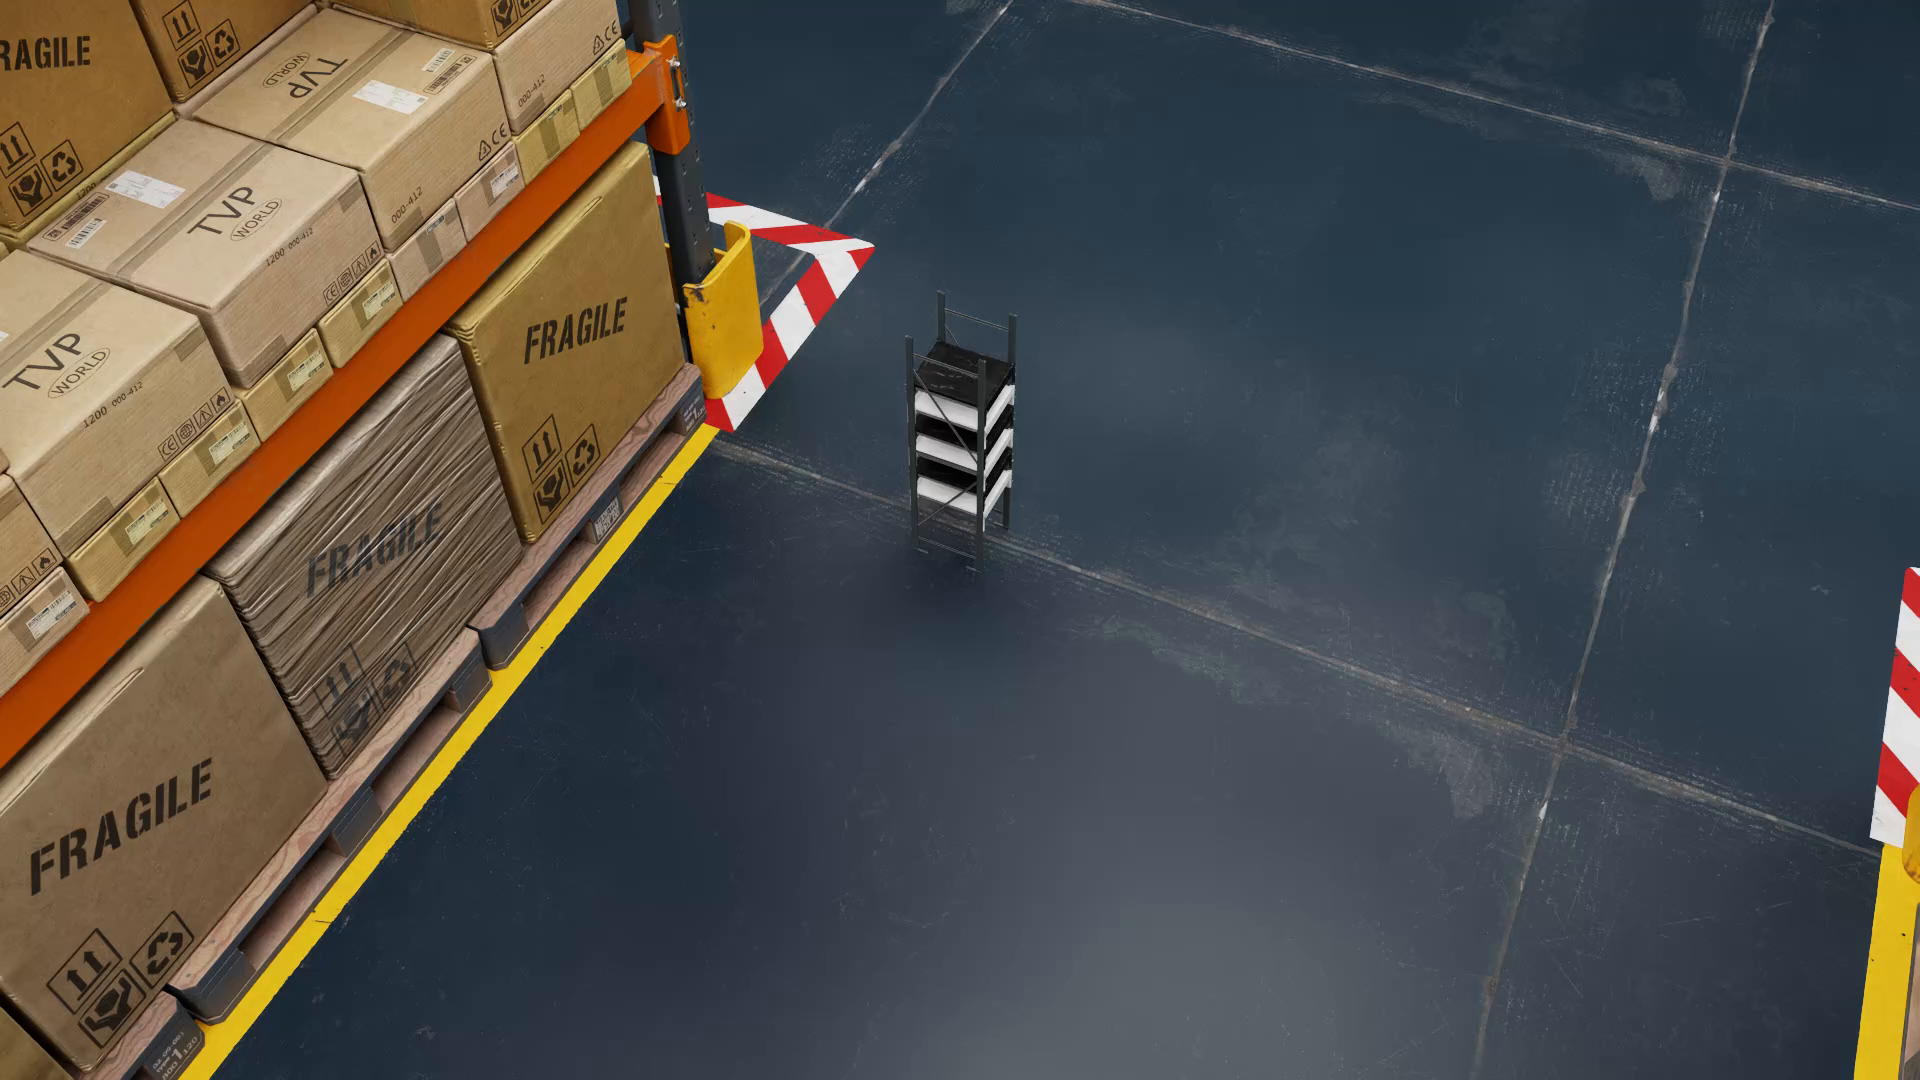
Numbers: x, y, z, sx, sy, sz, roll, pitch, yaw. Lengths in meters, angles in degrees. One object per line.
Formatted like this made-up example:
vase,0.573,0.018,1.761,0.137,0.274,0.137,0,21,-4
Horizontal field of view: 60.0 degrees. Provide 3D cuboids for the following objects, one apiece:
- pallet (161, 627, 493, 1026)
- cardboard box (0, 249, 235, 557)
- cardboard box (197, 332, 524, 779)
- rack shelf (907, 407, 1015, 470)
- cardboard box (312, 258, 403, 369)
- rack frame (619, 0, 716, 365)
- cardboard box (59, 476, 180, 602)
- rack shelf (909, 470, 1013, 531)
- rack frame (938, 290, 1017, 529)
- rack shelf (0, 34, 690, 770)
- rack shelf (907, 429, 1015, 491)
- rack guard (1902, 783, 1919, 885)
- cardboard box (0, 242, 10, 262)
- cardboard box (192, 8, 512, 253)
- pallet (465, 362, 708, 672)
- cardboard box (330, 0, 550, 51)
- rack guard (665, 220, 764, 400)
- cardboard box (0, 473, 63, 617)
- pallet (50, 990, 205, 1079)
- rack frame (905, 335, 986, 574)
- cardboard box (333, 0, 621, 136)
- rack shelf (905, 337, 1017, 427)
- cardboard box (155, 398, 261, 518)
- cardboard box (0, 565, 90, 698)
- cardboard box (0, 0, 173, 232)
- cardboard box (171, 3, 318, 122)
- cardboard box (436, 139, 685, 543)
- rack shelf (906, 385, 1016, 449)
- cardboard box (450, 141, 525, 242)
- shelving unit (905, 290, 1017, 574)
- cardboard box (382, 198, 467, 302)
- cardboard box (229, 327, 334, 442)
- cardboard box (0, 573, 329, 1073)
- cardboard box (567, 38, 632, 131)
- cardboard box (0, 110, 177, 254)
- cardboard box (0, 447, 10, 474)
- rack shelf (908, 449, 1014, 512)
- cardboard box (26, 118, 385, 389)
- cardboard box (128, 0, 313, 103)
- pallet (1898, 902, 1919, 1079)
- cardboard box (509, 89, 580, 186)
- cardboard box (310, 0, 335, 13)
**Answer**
pallet,-2.070,0.592,4.608,1.003,0.211,1.213,20,52,16
cardboard box,-1.897,-0.293,3.433,0.500,0.250,0.500,20,52,16
cardboard box,-1.867,-0.079,4.467,0.875,0.875,0.875,20,52,16
rack shelf,0.003,-0.334,4.869,0.258,0.077,0.200,20,52,16
cardboard box,-1.566,-0.587,3.945,0.380,0.149,0.250,19,52,15
rack frame,-1.277,-1.725,4.748,1.000,3.000,0.127,20,52,16
cardboard box,-1.894,-0.058,3.495,0.380,0.149,0.250,18,52,15
rack shelf,0.003,-0.159,5.075,0.258,0.077,0.200,20,52,16
rack frame,0.047,-0.367,4.972,0.240,0.900,0.006,20,52,16
rack shelf,-2.131,-0.115,3.850,1.077,0.370,4.000,20,52,16
rack shelf,0.003,-0.276,4.937,0.258,0.077,0.200,20,52,16
rack guard,3.132,0.821,4.223,1.175,0.500,0.348,20,52,16
cardboard box,-2.378,-0.464,3.579,0.500,0.250,0.500,19,52,15
cardboard box,-1.461,-1.004,4.038,0.500,0.250,0.500,19,52,15
pallet,-1.548,-0.245,5.320,1.003,0.211,1.213,20,52,16
cardboard box,-1.247,-1.595,4.048,0.500,0.500,0.500,20,53,17
rack guard,-1.267,-0.931,5.714,1.175,0.500,0.348,20,52,16
cardboard box,-2.115,0.044,3.146,0.500,0.250,0.500,21,53,17
pallet,-2.590,1.435,3.890,1.003,0.211,1.213,20,52,16
rack frame,-0.040,-0.227,4.852,0.240,0.900,0.006,20,52,16
cardboard box,-1.244,-1.353,4.335,0.500,0.250,0.500,19,52,16
rack shelf,0.003,-0.451,4.732,0.258,0.077,0.200,20,52,16
cardboard box,-1.785,-0.239,3.648,0.380,0.149,0.250,21,53,17
cardboard box,-2.005,0.123,3.341,0.380,0.149,0.250,20,53,16
cardboard box,-2.156,-1.070,3.602,0.500,0.500,0.500,19,52,15
cardboard box,-1.942,-1.170,4.179,0.500,0.250,0.500,19,52,16
cardboard box,-1.478,-0.706,5.000,0.875,0.875,0.875,20,52,16
rack shelf,0.003,-0.392,4.800,0.258,0.077,0.200,20,52,16
cardboard box,-1.350,-0.938,4.244,0.380,0.149,0.250,20,52,16
shelving unit,0.003,-0.297,4.912,0.258,0.900,0.210,20,52,16
cardboard box,-1.457,-0.767,4.098,0.380,0.149,0.250,21,53,17
cardboard box,-1.677,-0.409,3.793,0.380,0.149,0.250,20,52,16
cardboard box,-2.247,0.534,3.946,0.875,0.875,0.875,20,52,16
cardboard box,-1.131,-1.291,4.544,0.380,0.149,0.250,21,53,17
cardboard box,-2.160,-0.825,3.886,0.500,0.250,0.500,18,52,15
cardboard box,-2.115,-0.204,2.865,0.500,0.500,0.500,18,52,15
rack shelf,0.003,-0.217,5.006,0.258,0.077,0.200,20,52,16
cardboard box,-1.678,-0.653,3.739,0.500,0.250,0.500,18,52,15
cardboard box,-1.940,-1.429,3.907,0.500,0.500,0.500,19,52,15
pallet,2.753,1.462,3.867,1.003,0.211,1.213,20,52,16
cardboard box,-1.241,-1.112,4.391,0.380,0.149,0.250,20,53,16
cardboard box,-1.726,-1.530,4.486,0.500,0.250,0.500,19,52,15
